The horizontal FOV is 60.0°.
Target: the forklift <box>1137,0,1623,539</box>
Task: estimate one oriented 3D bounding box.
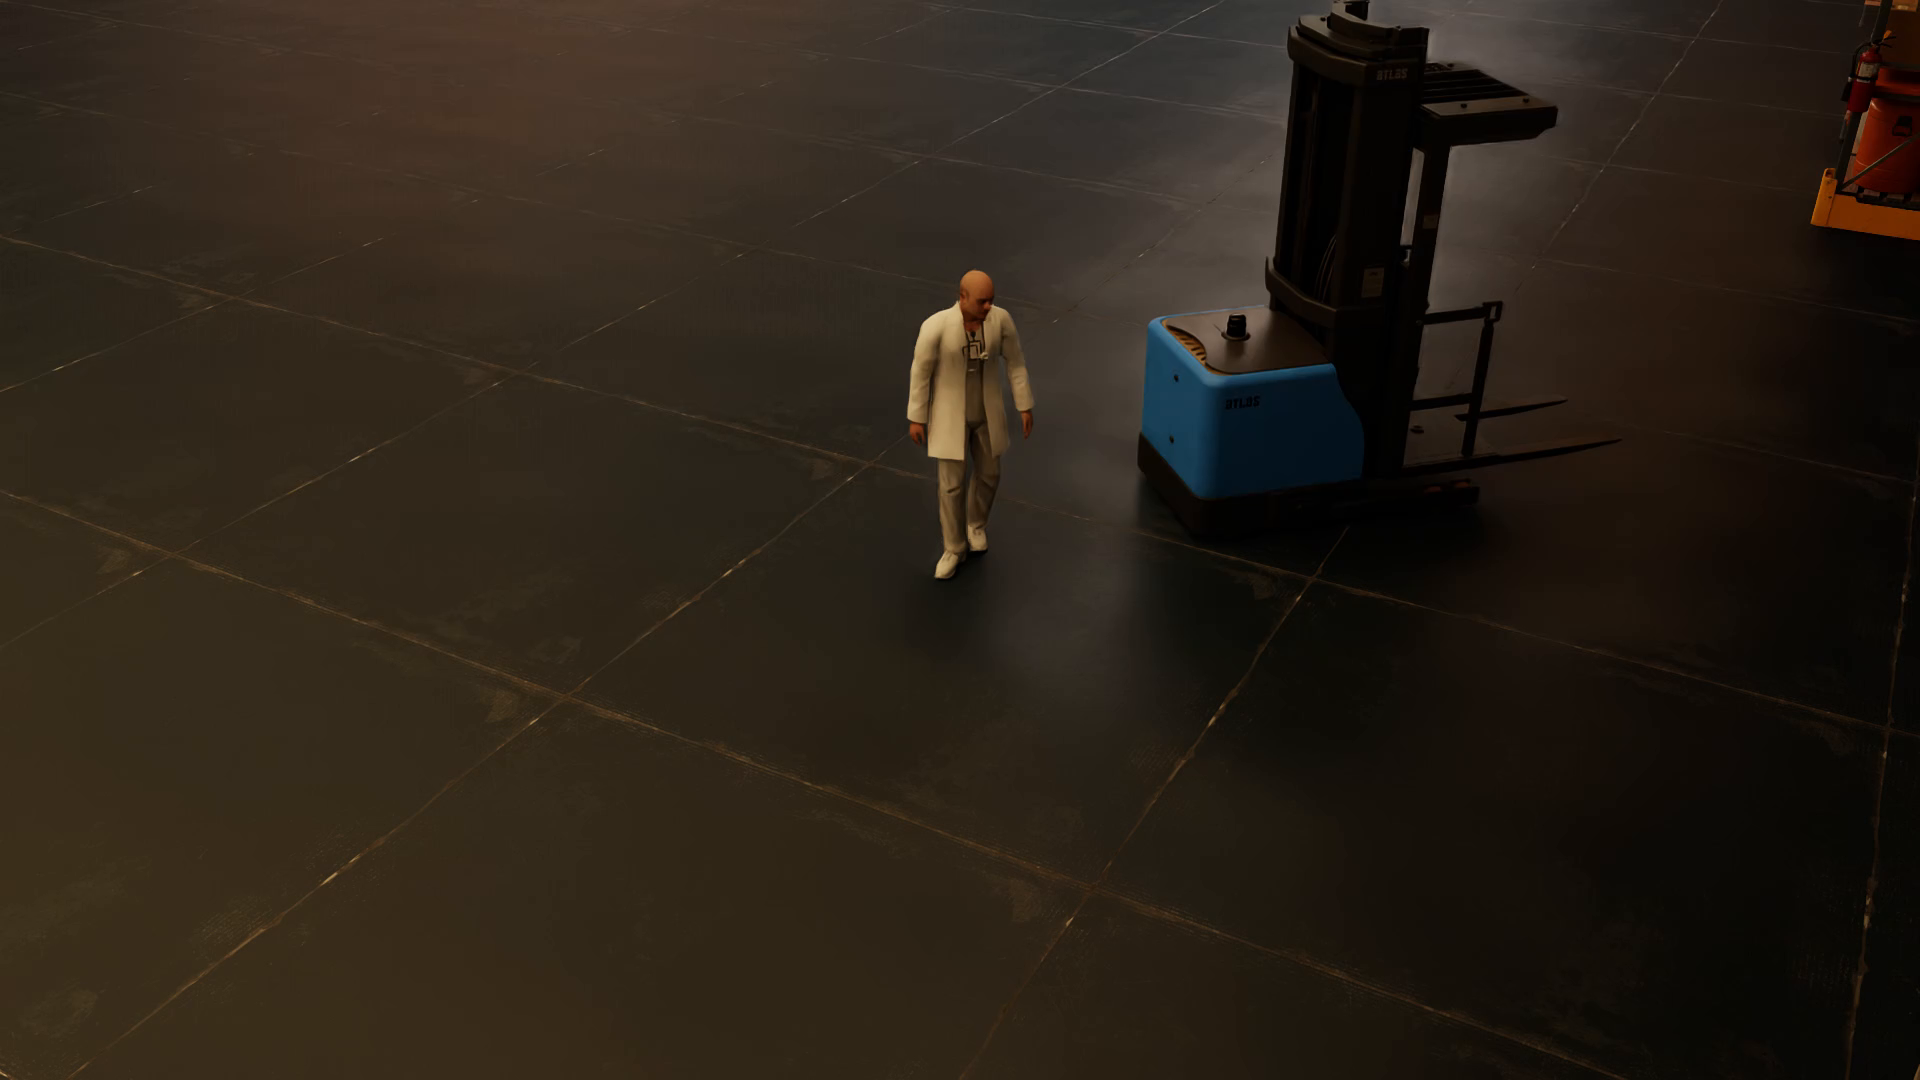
[{"bbox_3d":[2.716,-1.681,9.984,3.031,2.935,1.130,-8,31,-14],"label":"forklift"}]

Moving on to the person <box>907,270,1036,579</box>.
[{"bbox_3d":[0.074,-0.693,9.449,0.727,1.760,0.599,-11,32,-18],"label":"person"}]
